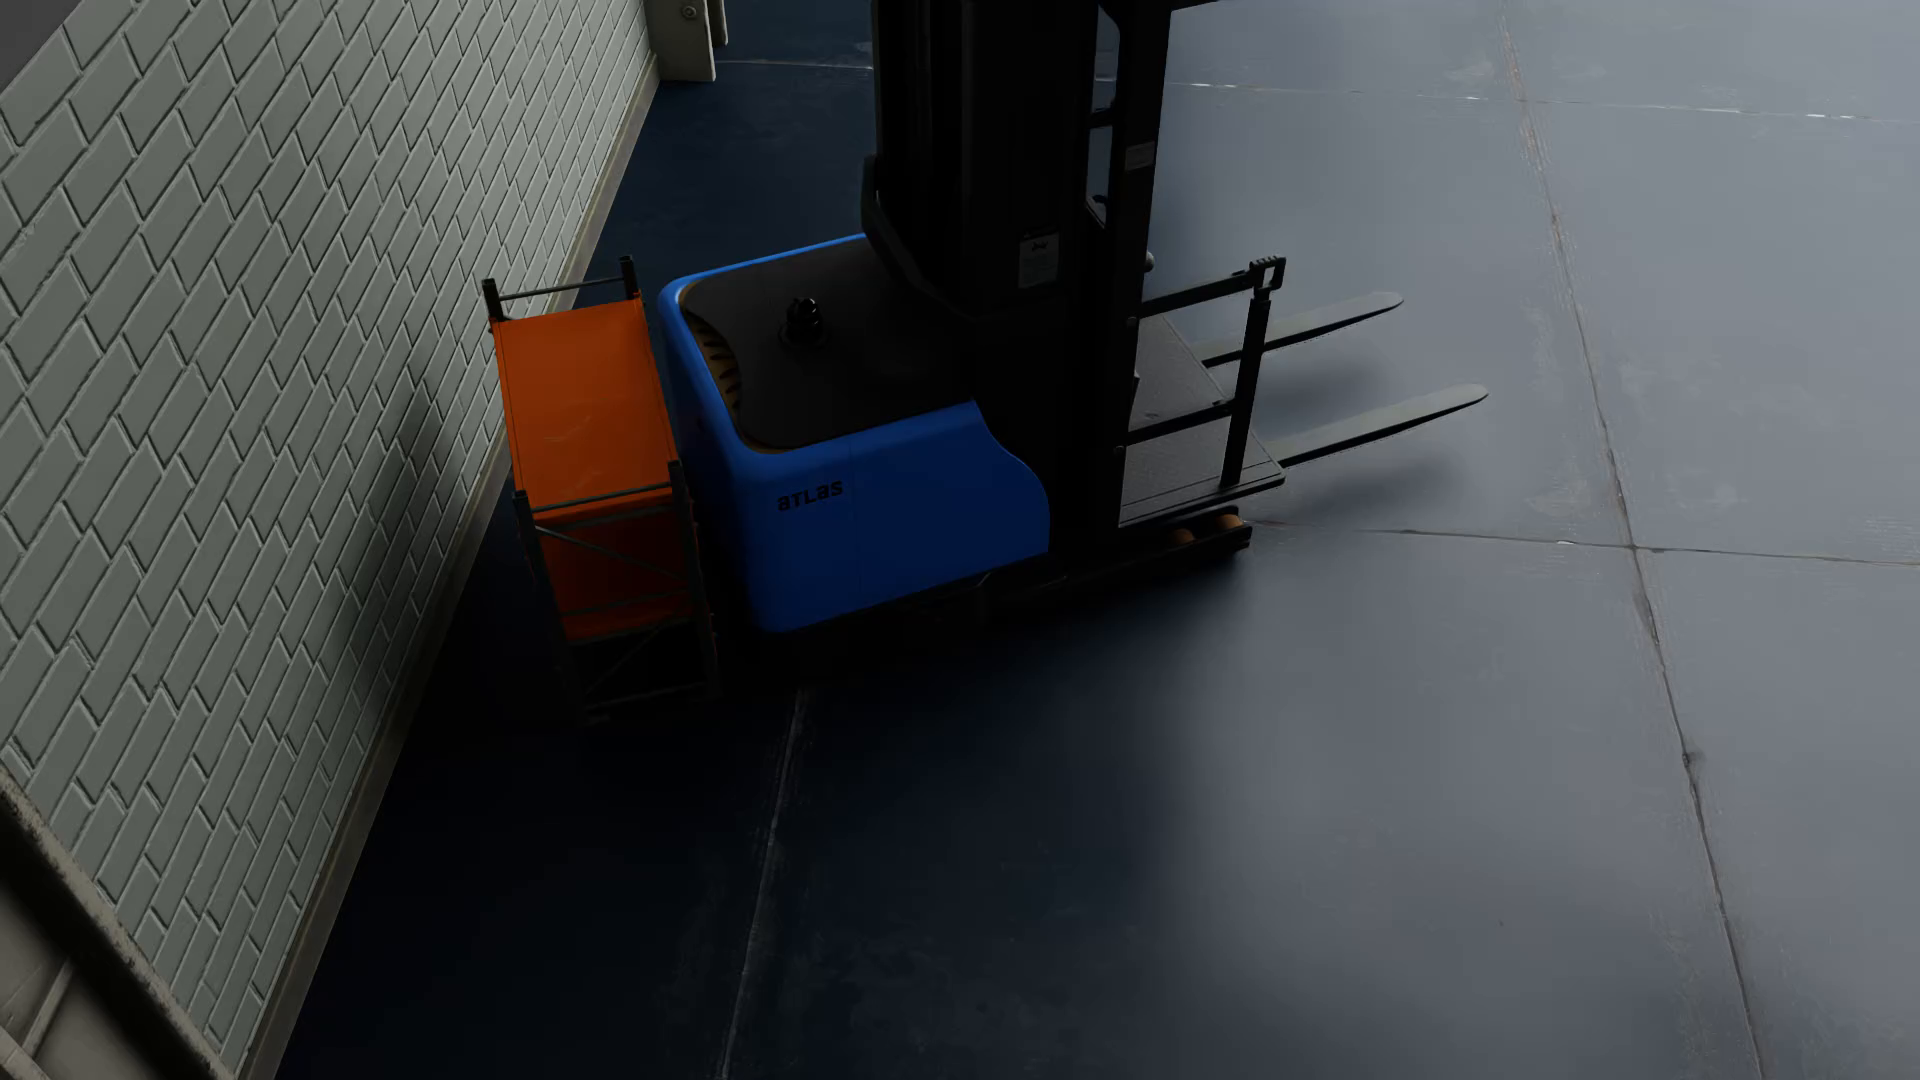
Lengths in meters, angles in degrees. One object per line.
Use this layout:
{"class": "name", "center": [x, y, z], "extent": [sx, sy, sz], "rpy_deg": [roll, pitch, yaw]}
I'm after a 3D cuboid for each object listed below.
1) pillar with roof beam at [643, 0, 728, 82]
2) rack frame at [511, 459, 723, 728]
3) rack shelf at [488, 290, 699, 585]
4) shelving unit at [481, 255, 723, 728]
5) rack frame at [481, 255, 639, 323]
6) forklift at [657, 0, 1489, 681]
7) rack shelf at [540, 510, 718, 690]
{"class": "pillar with roof beam", "center": [2.914, -5.207, 4.914], "extent": [9.100, 9.000, 0.400], "rpy_deg": [4, 48, 4]}
{"class": "rack frame", "center": [-1.066, 0.200, 5.305], "extent": [0.500, 1.125, 0.032], "rpy_deg": [-12, 49, -11]}
{"class": "rack shelf", "center": [-1.205, -0.359, 5.419], "extent": [0.538, 0.278, 1.000], "rpy_deg": [-12, 49, -11]}
{"class": "shelving unit", "center": [-1.205, -0.161, 5.635], "extent": [0.538, 1.125, 1.048], "rpy_deg": [-12, 49, -11]}
{"class": "rack frame", "center": [-1.343, -0.522, 5.965], "extent": [0.500, 1.125, 0.032], "rpy_deg": [-12, 49, -11]}
{"class": "forklift", "center": [0.533, -1.214, 5.374], "extent": [3.031, 2.935, 1.130], "rpy_deg": [-17, 50, -15]}
{"class": "rack shelf", "center": [-1.205, 0.004, 5.815], "extent": [0.538, 0.278, 1.000], "rpy_deg": [-12, 49, -11]}
